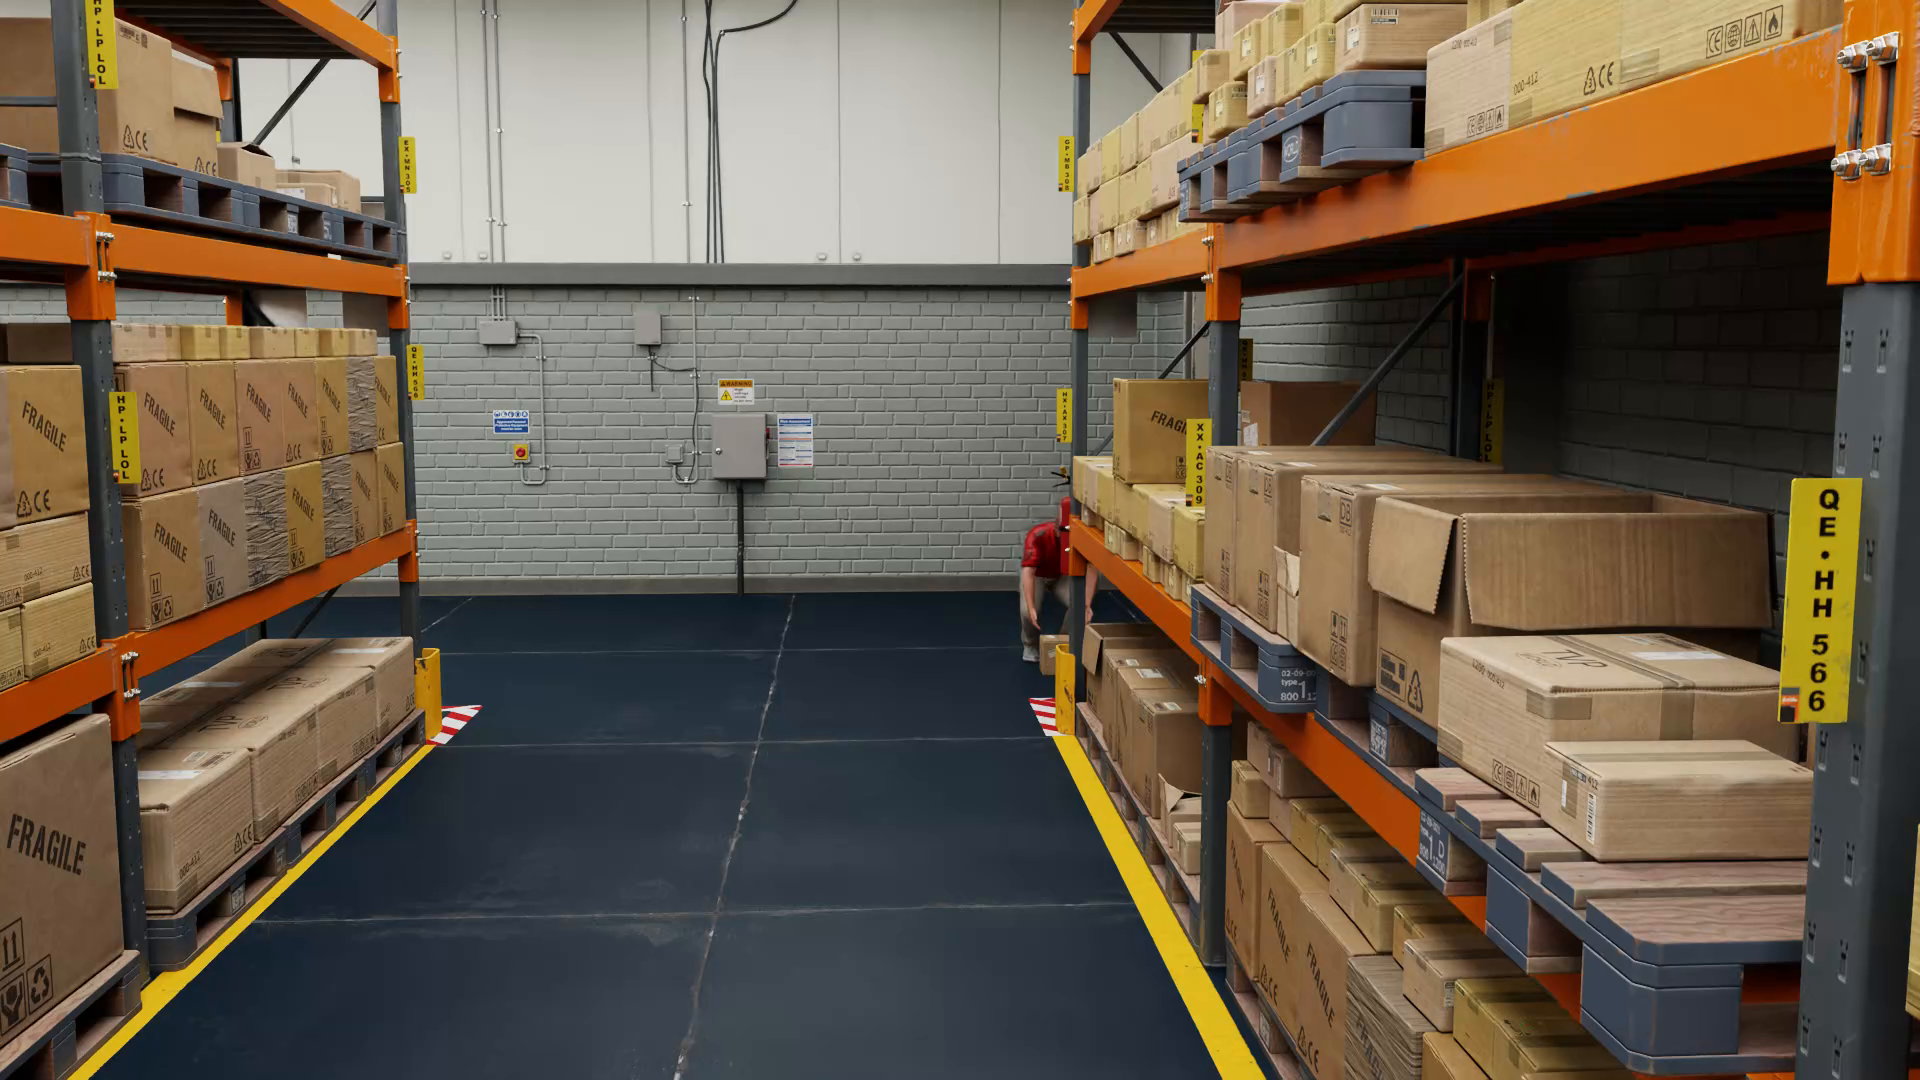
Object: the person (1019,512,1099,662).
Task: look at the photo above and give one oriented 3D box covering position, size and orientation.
[{"bbox_3d":[0.726,0.332,12.411,0.578,1.170,0.814,0,7,-4],"label":"person"}]
